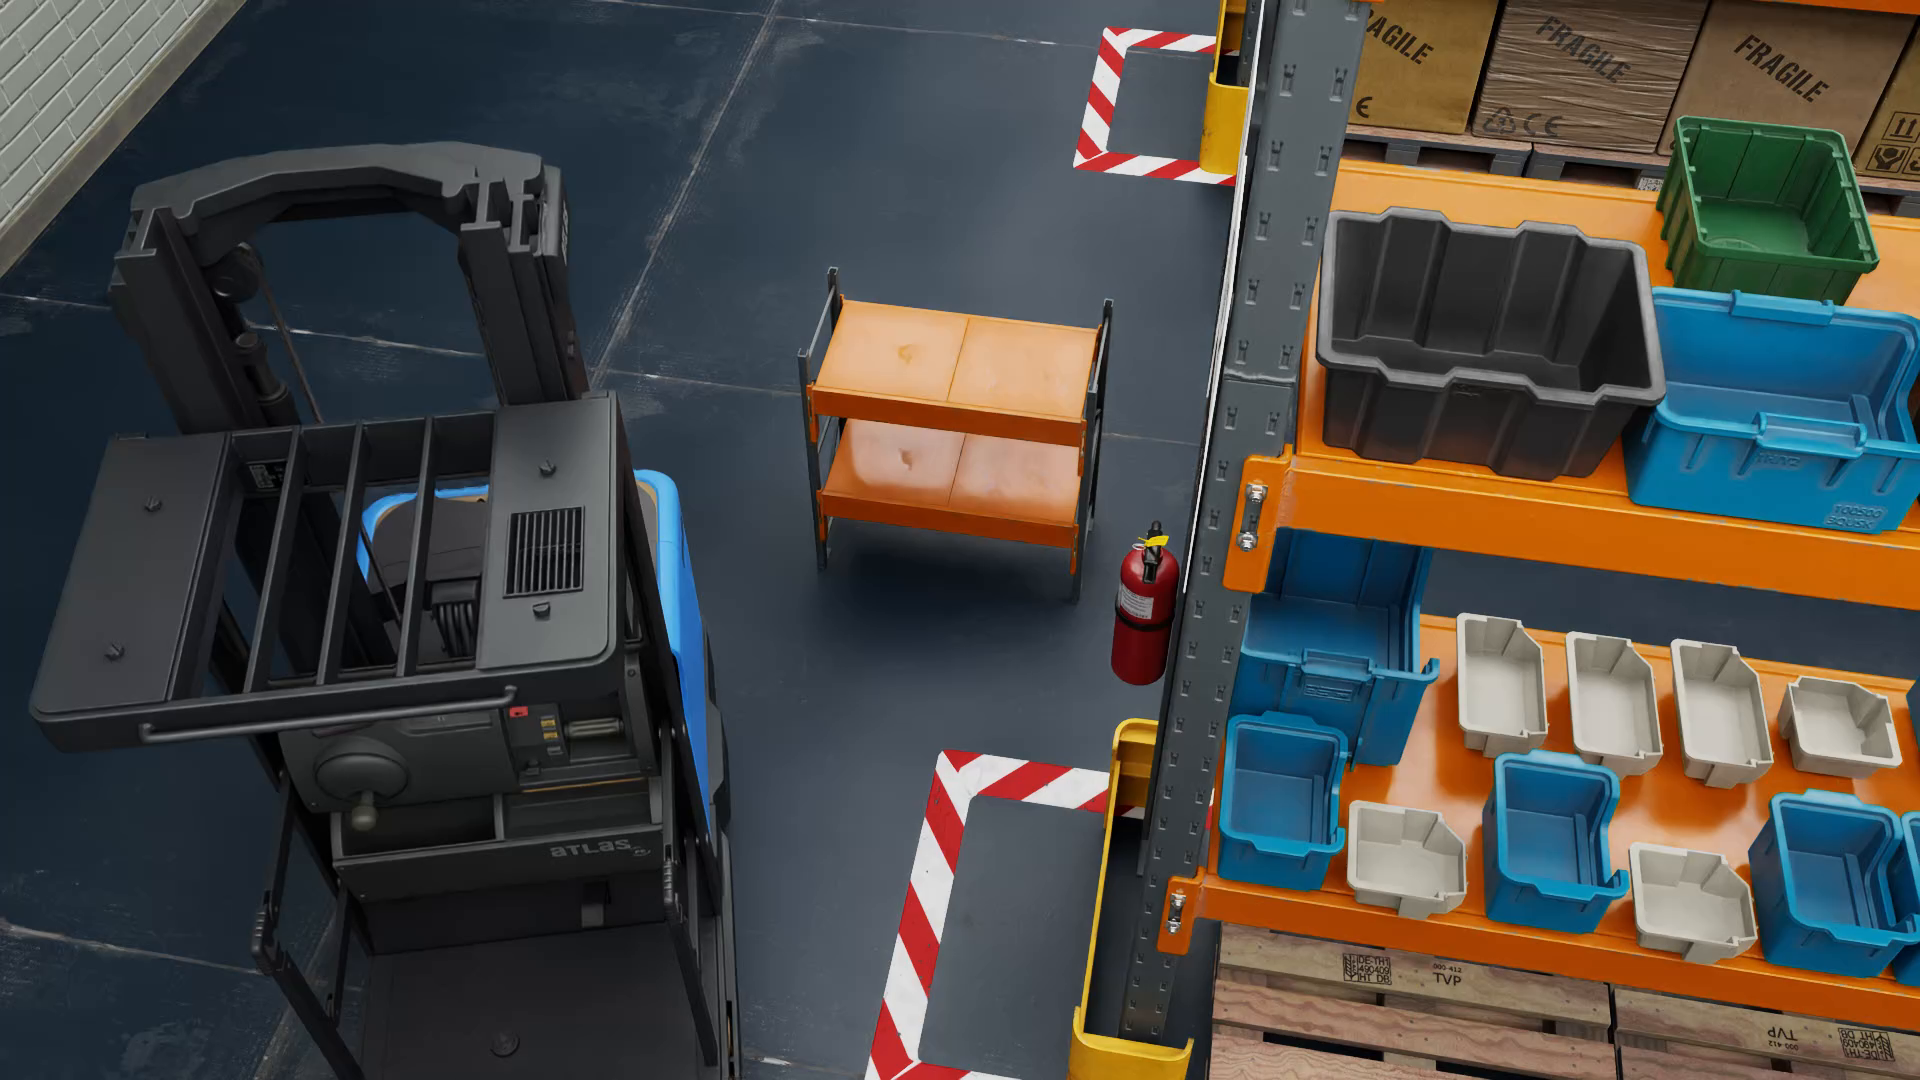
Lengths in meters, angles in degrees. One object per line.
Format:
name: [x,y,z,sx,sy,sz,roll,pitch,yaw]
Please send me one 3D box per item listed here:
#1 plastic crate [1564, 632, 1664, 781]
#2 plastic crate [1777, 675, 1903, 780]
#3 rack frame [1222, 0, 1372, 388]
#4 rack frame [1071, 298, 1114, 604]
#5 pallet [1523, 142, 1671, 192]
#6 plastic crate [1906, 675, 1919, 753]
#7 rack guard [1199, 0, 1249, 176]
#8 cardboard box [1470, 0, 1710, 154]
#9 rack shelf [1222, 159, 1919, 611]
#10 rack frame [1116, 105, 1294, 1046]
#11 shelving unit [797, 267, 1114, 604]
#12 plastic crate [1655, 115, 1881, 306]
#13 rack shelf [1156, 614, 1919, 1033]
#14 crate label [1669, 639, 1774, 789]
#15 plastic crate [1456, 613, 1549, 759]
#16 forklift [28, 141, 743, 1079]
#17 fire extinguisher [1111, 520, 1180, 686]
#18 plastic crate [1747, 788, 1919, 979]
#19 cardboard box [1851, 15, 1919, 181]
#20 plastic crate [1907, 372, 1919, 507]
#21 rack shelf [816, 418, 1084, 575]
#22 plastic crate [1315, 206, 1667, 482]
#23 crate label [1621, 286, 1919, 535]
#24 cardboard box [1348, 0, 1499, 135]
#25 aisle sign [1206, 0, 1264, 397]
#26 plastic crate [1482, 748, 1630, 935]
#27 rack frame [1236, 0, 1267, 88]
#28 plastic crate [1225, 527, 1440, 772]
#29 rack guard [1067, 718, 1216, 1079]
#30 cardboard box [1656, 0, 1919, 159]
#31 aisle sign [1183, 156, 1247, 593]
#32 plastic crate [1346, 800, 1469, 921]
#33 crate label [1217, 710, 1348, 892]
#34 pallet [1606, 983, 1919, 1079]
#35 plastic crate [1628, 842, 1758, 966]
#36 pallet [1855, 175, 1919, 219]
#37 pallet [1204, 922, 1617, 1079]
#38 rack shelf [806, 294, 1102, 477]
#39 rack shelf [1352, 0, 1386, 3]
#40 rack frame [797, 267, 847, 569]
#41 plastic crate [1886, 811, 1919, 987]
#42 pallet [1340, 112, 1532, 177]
plastic crate: [1.733,0.453,4.435,0.243,0.136,0.396,8,49,7]
plastic crate: [2.306,0.498,4.395,0.250,0.136,0.298,8,49,7]
rack frame: [0.616,-1.644,2.150,0.127,3.000,1.000,8,49,7]
rack frame: [0.494,-0.310,6.244,0.032,1.125,0.500,8,49,7]
pallet: [3.494,-2.121,8.486,1.213,0.211,1.003,8,49,7]
plastic crate: [2.682,0.481,4.346,0.300,0.233,0.416,8,49,7]
rack guard: [1.473,-2.432,8.571,0.348,0.500,1.175,8,49,7]
cardboard box: [3.036,-2.548,8.141,0.875,0.875,0.875,8,49,7]
rack shelf: [2.584,-0.137,3.295,4.000,0.370,1.077,8,49,7]
rack frame: [0.616,0.361,4.381,0.127,3.000,1.000,8,49,7]
shelving unit: [-0.007,-0.377,6.304,1.048,1.125,0.538,8,49,7]
plastic crate: [1.637,-0.650,3.415,0.336,0.188,0.450,8,49,7]
rack shelf: [2.584,0.866,4.411,4.000,0.370,1.077,8,49,7]
crate label: [2.011,0.472,4.418,0.243,0.136,0.396,8,49,7]
plastic crate: [1.450,0.404,4.479,0.243,0.136,0.396,8,49,7]
forklift: [-1.254,0.632,4.184,1.130,2.935,3.031,-6,48,-5]
fire extinguisher: [0.548,0.159,4.866,0.183,0.674,0.296,8,49,7]
plastic crate: [2.096,0.844,4.019,0.300,0.233,0.416,8,49,7]
cardboard box: [4.798,-2.312,7.929,0.875,0.875,0.875,8,49,7]
plastic crate: [2.070,-0.218,2.926,0.767,0.338,0.504,8,49,7]
rack shelf: [-0.007,-0.213,6.486,1.000,0.278,0.538,8,49,7]
plastic crate: [0.945,-0.343,3.085,0.590,0.269,0.497,8,49,7]
crate label: [1.466,-0.234,2.999,0.502,0.251,0.408,8,49,7]
cardboard box: [2.141,-2.669,8.250,0.875,0.875,0.875,8,49,7]
aisle sign: [0.597,-0.732,3.615,0.004,0.787,0.394,8,49,7]
plastic crate: [1.448,0.757,4.097,0.300,0.233,0.416,8,49,7]
rack frame: [1.497,-3.265,7.639,0.127,3.000,1.000,8,49,7]
plastic crate: [0.978,0.236,4.429,0.499,0.435,0.616,8,49,7]
rack guard: [0.590,1.203,5.305,0.348,0.500,1.175,8,49,7]
cardboard box: [3.912,-2.431,8.036,0.875,0.875,0.875,8,49,7]
aisle sign: [0.492,-0.300,3.227,0.004,0.787,0.394,8,49,7]
plastic crate: [1.101,0.806,4.119,0.298,0.136,0.250,8,49,7]
crate label: [0.800,0.670,4.175,0.303,0.233,0.416,8,49,7]
pallet: [2.617,1.593,5.148,1.213,0.211,1.003,8,49,7]
plastic crate: [1.769,0.895,4.038,0.298,0.136,0.250,8,49,7]
pallet: [4.698,-1.961,8.342,1.213,0.211,1.003,8,49,7]
pallet: [1.420,1.430,5.295,1.213,0.211,1.003,8,49,7]
rack shelf: [-0.007,-0.572,6.087,1.000,0.278,0.538,8,49,7]
rack shelf: [2.584,-1.006,2.328,4.000,0.370,1.077,8,49,7]
rack frame: [-0.507,-0.444,6.365,0.032,1.125,0.500,8,49,7]
plastic crate: [2.391,0.884,3.983,0.300,0.233,0.416,8,49,7]
pallet: [2.297,-2.284,8.633,1.213,0.211,1.003,8,49,7]
